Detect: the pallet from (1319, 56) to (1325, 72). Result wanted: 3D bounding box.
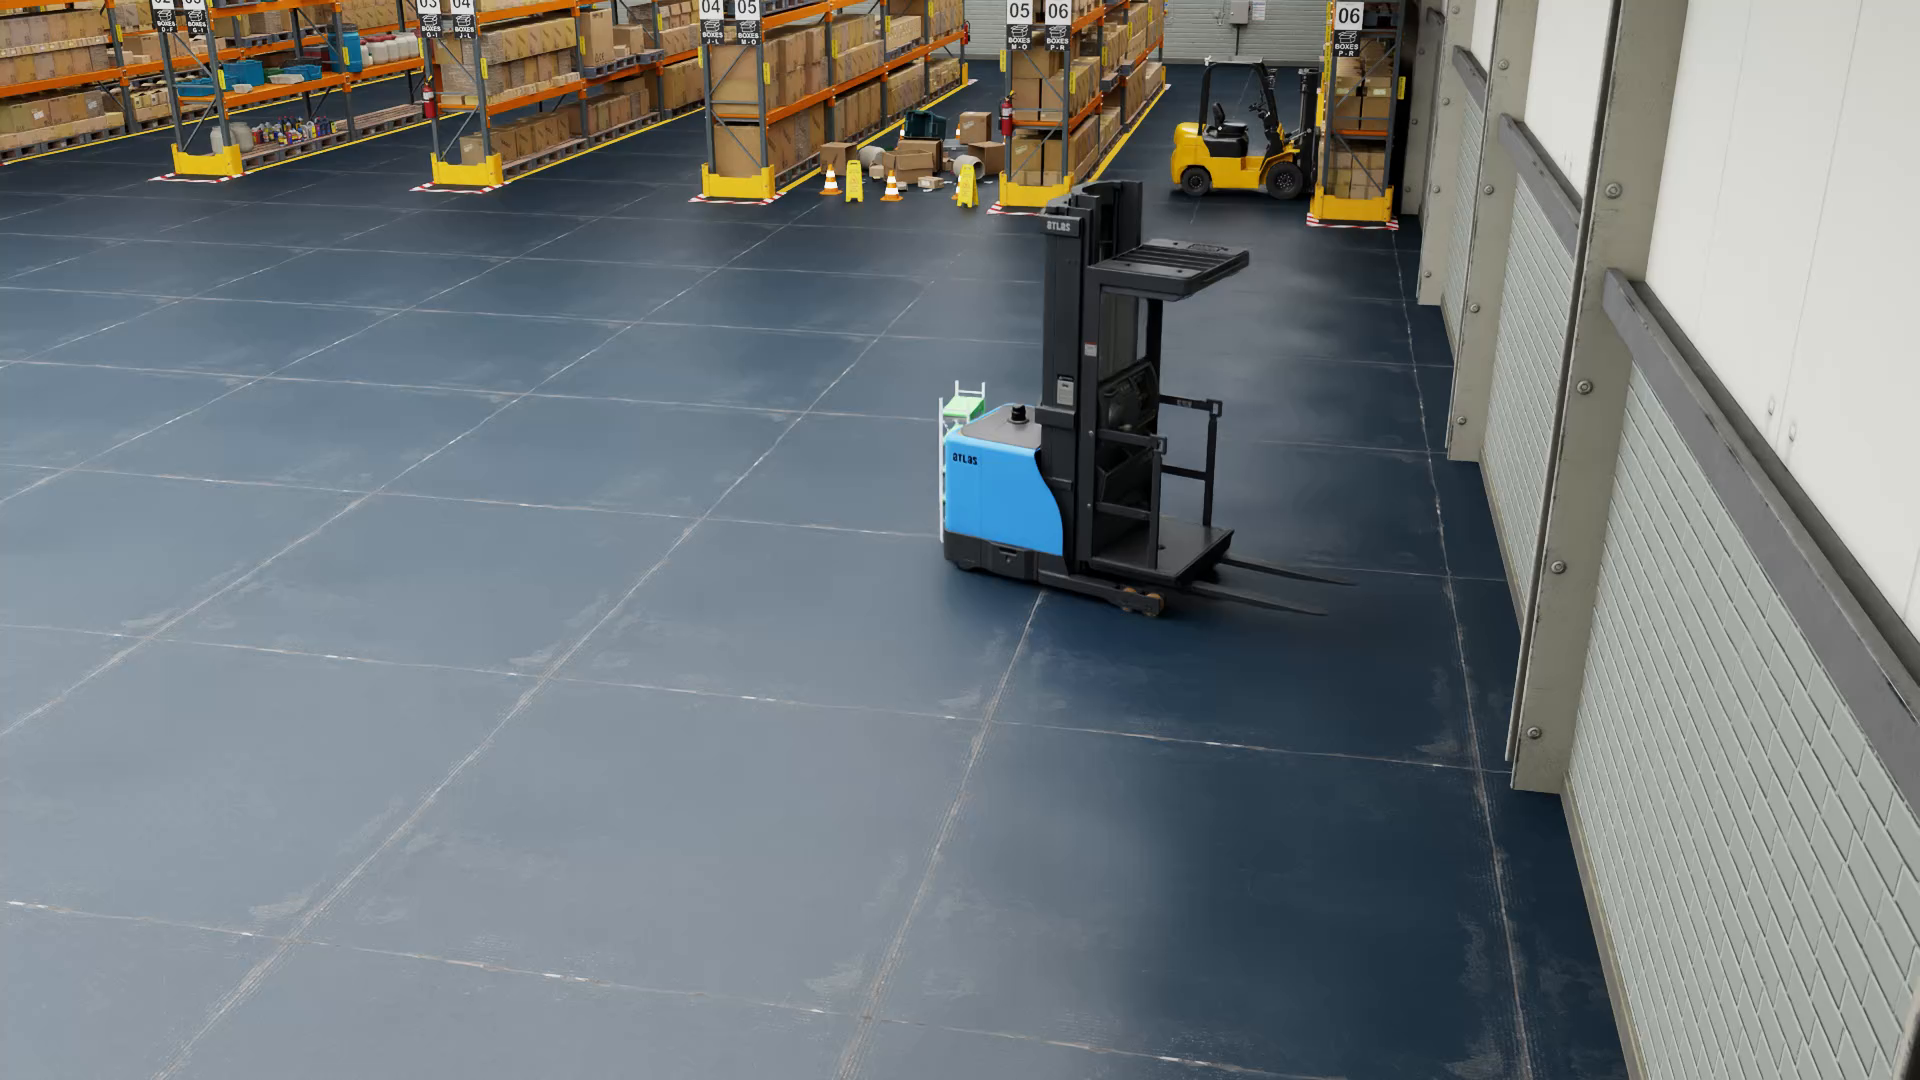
[{"bbox_3d":[7.778,-9.479,33.161,1.213,0.211,1.003,4,22,11],"label":"pallet"}]

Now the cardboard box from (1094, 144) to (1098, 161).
[{"bbox_3d":[2.174,-6.911,29.647,0.500,0.250,0.500,5,23,13],"label":"cardboard box"}]

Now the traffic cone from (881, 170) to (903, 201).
[{"bbox_3d":[-1.116,-5.805,27.177,0.336,0.463,0.334,4,22,11],"label":"traffic cone"}]

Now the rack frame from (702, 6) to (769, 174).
[{"bbox_3d":[-3.651,-7.106,27.013,1.000,3.000,0.127,4,22,11],"label":"rack frame"}]

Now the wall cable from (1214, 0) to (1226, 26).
[{"bbox_3d":[6.999,-15.048,45.374,0.588,1.984,0.122,4,22,11],"label":"wall cable"}]

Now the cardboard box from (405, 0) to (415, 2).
[{"bbox_3d":[-14.740,-14.456,43.789,0.500,0.500,0.500,4,22,10],"label":"cardboard box"}]

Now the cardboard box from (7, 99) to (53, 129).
[{"bbox_3d":[-17.666,-8.091,31.573,0.500,0.500,0.500,4,22,11],"label":"cardboard box"}]

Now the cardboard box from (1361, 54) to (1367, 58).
[{"bbox_3d":[7.363,-8.591,29.699,0.380,0.149,0.250,4,22,10],"label":"cardboard box"}]

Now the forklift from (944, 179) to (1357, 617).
[{"bbox_3d":[1.404,-1.032,12.023,3.031,2.935,1.130,13,25,28],"label":"forklift"}]

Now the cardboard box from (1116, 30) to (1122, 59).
[{"bbox_3d":[2.831,-9.508,31.884,0.500,0.500,0.500,3,22,7],"label":"cardboard box"}]

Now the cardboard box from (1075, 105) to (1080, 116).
[{"bbox_3d":[1.755,-7.031,27.163,0.380,0.149,0.250,5,22,12],"label":"cardboard box"}]

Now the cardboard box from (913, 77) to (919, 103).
[{"bbox_3d":[-1.212,-10.052,37.113,0.500,0.500,0.500,4,22,10],"label":"cardboard box"}]

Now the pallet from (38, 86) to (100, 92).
[{"bbox_3d":[-21.166,-10.569,39.343,1.003,0.211,1.213,4,22,11],"label":"pallet"}]

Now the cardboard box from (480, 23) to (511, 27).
[{"bbox_3d":[-8.305,-8.937,29.690,0.500,0.500,0.500,4,22,11],"label":"cardboard box"}]

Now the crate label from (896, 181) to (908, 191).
[{"bbox_3d":[-1.016,-5.946,27.964,0.250,0.136,0.298,-7,23,-17],"label":"crate label"}]

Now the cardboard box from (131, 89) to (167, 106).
[{"bbox_3d":[-16.931,-9.235,34.666,0.500,0.311,0.500,4,22,10],"label":"cardboard box"}]

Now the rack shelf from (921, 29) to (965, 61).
[{"bbox_3d":[-0.794,-11.892,39.860,1.077,0.370,4.000,4,22,11],"label":"rack shelf"}]

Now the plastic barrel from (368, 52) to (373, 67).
[{"bbox_3d":[-12.098,-9.770,33.812,0.301,0.262,0.301,0,22,0],"label":"plastic barrel"}]

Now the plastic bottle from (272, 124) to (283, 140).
[{"bbox_3d":[-13.064,-7.812,31.823,0.152,0.276,0.135,4,22,11],"label":"plastic bottle"}]

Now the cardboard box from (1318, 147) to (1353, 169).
[{"bbox_3d":[5.864,-5.964,25.957,0.500,0.250,0.500,5,23,13],"label":"cardboard box"}]

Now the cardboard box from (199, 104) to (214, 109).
[{"bbox_3d":[-16.626,-9.539,36.173,0.500,0.250,0.500,5,22,12],"label":"cardboard box"}]

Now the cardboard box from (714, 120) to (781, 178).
[{"bbox_3d":[-3.577,-6.568,27.959,0.875,0.875,0.875,5,22,11],"label":"cardboard box"}]

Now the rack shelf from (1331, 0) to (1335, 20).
[{"bbox_3d":[7.300,-9.641,30.254,1.077,0.370,4.000,4,22,11],"label":"rack shelf"}]

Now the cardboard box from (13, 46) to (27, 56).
[{"bbox_3d":[-17.683,-9.130,31.035,0.380,0.149,0.250,4,22,9],"label":"cardboard box"}]

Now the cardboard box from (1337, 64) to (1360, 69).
[{"bbox_3d":[6.250,-7.582,26.795,0.380,0.149,0.250,5,22,12],"label":"cardboard box"}]

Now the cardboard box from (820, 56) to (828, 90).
[{"bbox_3d":[-2.898,-8.503,30.280,0.875,0.550,0.550,4,22,11],"label":"cardboard box"}]

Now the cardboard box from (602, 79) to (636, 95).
[{"bbox_3d":[-7.059,-9.397,34.455,0.500,0.250,0.500,7,23,17],"label":"cardboard box"}]

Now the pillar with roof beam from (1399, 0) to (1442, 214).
[{"bbox_3d":[2.886,-9.685,25.387,9.100,9.000,0.400,4,22,11],"label":"pillar with roof beam"}]

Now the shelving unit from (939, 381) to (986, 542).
[{"bbox_3d":[0.020,-0.620,13.317,0.258,1.200,0.503,6,23,14],"label":"shelving unit"}]

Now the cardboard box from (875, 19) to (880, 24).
[{"bbox_3d":[-1.944,-11.359,36.551,0.380,0.149,0.250,4,22,10],"label":"cardboard box"}]

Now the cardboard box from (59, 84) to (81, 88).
[{"bbox_3d":[-21.122,-11.036,39.087,0.750,0.750,0.750,4,22,10],"label":"cardboard box"}]

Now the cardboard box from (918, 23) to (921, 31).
[{"bbox_3d":[-1.090,-11.550,37.424,0.380,0.149,0.250,5,23,13],"label":"cardboard box"}]

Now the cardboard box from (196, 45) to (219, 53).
[{"bbox_3d":[-16.464,-10.737,36.364,0.380,0.149,0.250,4,22,11],"label":"cardboard box"}]

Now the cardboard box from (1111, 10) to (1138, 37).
[{"bbox_3d":[3.401,-10.733,34.547,0.500,0.500,0.500,5,22,12],"label":"cardboard box"}]

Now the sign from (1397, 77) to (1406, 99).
[{"bbox_3d":[6.618,-6.782,24.944,0.100,0.325,0.005,4,22,11],"label":"sign"}]

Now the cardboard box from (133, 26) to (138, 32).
[{"bbox_3d":[-20.502,-12.605,40.975,0.380,0.149,0.250,5,23,13],"label":"cardboard box"}]

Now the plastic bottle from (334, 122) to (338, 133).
[{"bbox_3d":[-12.287,-8.111,32.665,0.097,0.201,0.097,0,22,0],"label":"plastic bottle"}]

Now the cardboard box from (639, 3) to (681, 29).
[{"bbox_3d":[-6.553,-11.463,36.354,0.797,0.503,0.637,5,22,12],"label":"cardboard box"}]

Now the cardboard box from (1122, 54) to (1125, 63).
[{"bbox_3d":[3.020,-9.433,32.564,0.380,0.149,0.250,4,22,10],"label":"cardboard box"}]

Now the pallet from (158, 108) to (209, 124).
[{"bbox_3d":[-17.008,-9.167,35.863,1.003,0.211,1.213,4,22,11],"label":"pallet"}]

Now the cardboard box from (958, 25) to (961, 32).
[{"bbox_3d":[-0.176,-12.700,41.239,0.380,0.149,0.250,4,22,11],"label":"cardboard box"}]

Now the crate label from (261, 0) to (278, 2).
[{"bbox_3d":[-12.629,-9.880,30.085,0.502,0.251,0.408,4,22,11],"label":"crate label"}]

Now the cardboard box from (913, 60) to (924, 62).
[{"bbox_3d":[-0.941,-11.748,40.996,0.380,0.149,0.250,4,22,11],"label":"cardboard box"}]

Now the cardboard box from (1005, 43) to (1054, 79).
[{"bbox_3d":[1.106,-7.617,26.412,0.700,0.500,0.500,4,22,10],"label":"cardboard box"}]

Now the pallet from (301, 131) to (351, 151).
[{"bbox_3d":[-12.696,-7.826,32.532,1.003,0.211,1.213,4,22,11],"label":"pallet"}]

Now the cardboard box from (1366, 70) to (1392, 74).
[{"bbox_3d":[6.545,-7.260,25.996,0.380,0.149,0.250,5,22,11],"label":"cardboard box"}]

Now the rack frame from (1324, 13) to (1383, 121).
[{"bbox_3d":[7.708,-9.314,32.496,1.000,3.000,0.127,4,22,11],"label":"rack frame"}]

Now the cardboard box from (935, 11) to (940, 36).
[{"bbox_3d":[-0.761,-12.022,38.688,0.500,0.500,0.500,4,22,11],"label":"cardboard box"}]

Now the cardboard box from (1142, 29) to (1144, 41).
[{"bbox_3d":[3.718,-10.953,36.097,0.500,0.250,0.500,5,22,12],"label":"cardboard box"}]

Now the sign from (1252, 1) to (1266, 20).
[{"bbox_3d":[8.161,-14.462,45.404,0.329,0.494,0.001,4,22,11],"label":"sign"}]

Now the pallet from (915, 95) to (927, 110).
[{"bbox_3d":[-1.360,-9.916,37.723,1.003,0.211,1.213,4,22,11],"label":"pallet"}]

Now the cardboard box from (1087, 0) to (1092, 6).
[{"bbox_3d":[1.896,-8.949,27.377,0.500,0.250,0.500,5,22,12],"label":"cardboard box"}]

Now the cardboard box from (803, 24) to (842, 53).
[{"bbox_3d":[-2.636,-9.449,31.359,0.700,0.500,0.500,4,22,10],"label":"cardboard box"}]

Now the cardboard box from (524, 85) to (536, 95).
[{"bbox_3d":[-7.793,-8.032,29.648,0.380,0.149,0.250,4,22,11],"label":"cardboard box"}]
